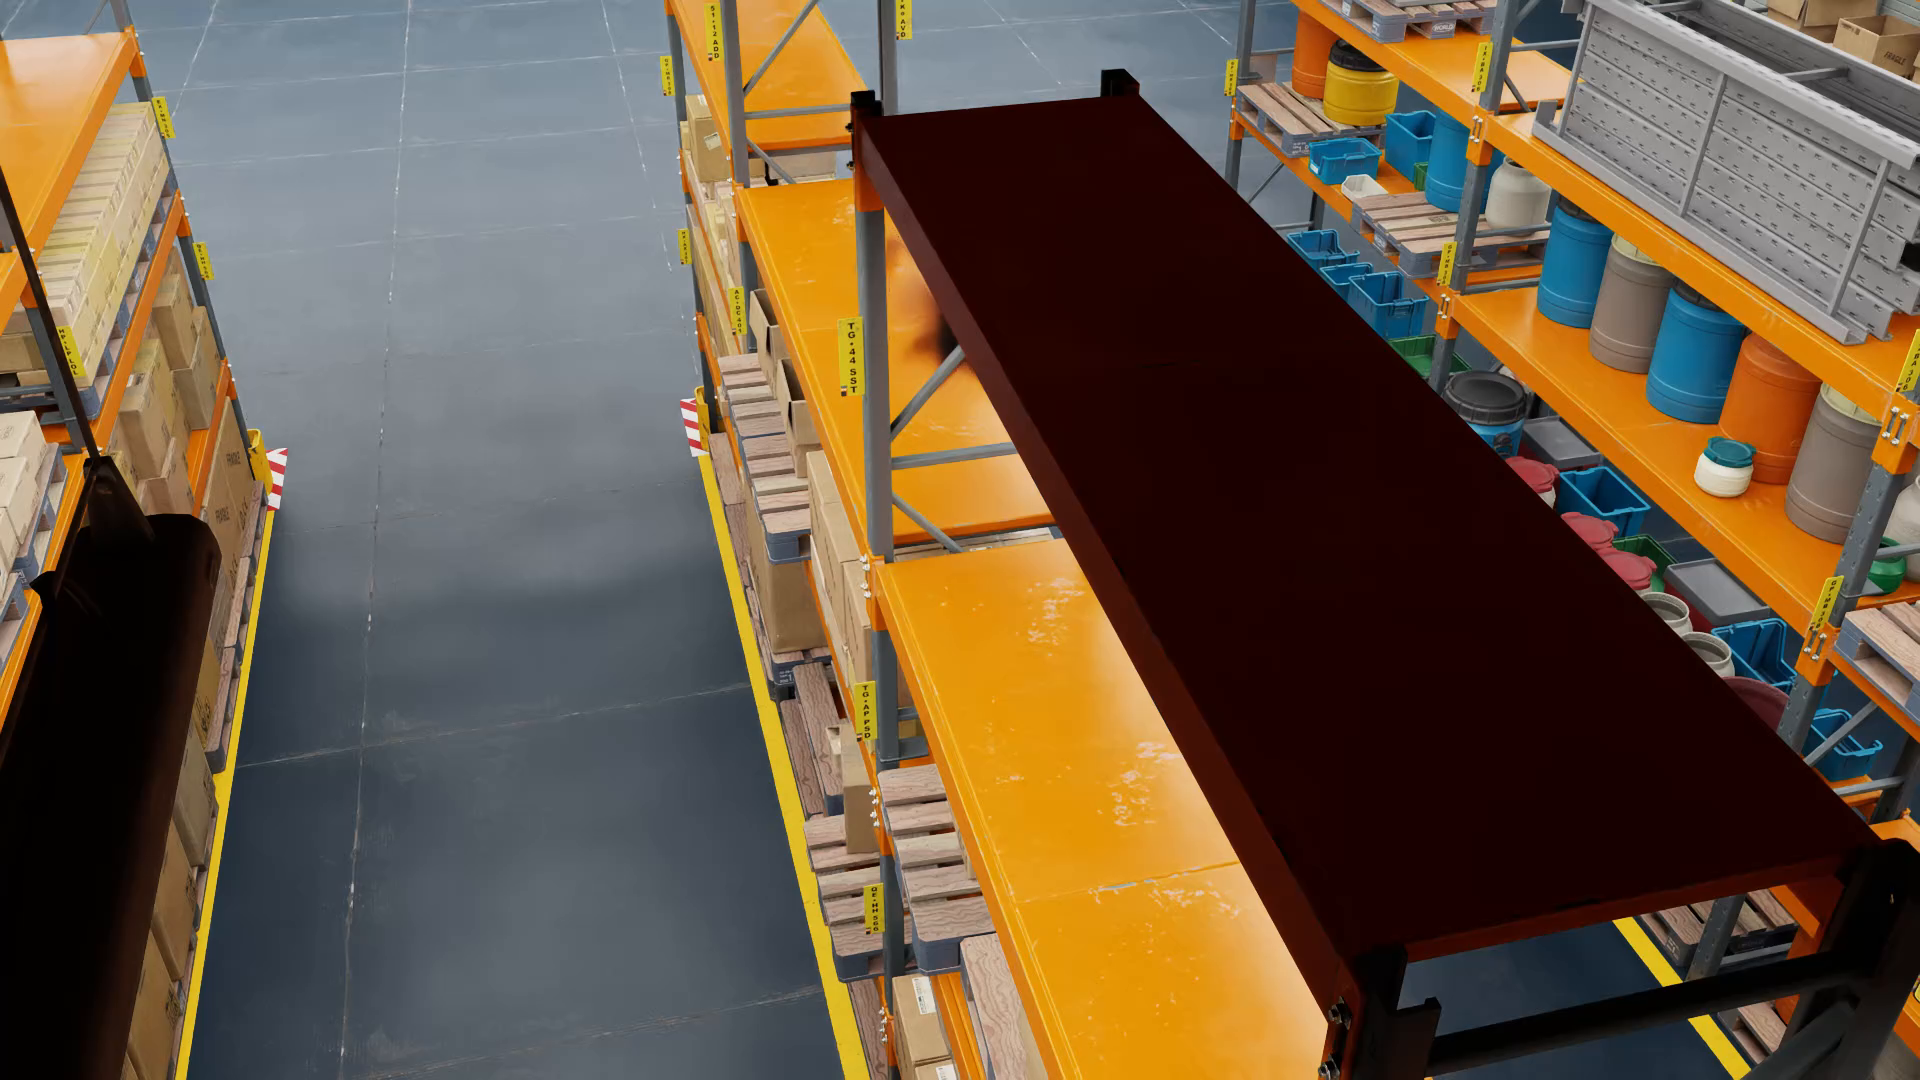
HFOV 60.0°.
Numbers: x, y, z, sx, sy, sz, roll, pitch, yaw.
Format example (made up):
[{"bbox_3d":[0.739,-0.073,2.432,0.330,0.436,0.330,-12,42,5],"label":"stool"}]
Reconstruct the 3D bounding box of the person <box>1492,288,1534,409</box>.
[{"bbox_3d":[4.904,-1.446,14.865,0.623,1.486,0.994,-16,38,-22],"label":"person"}]
